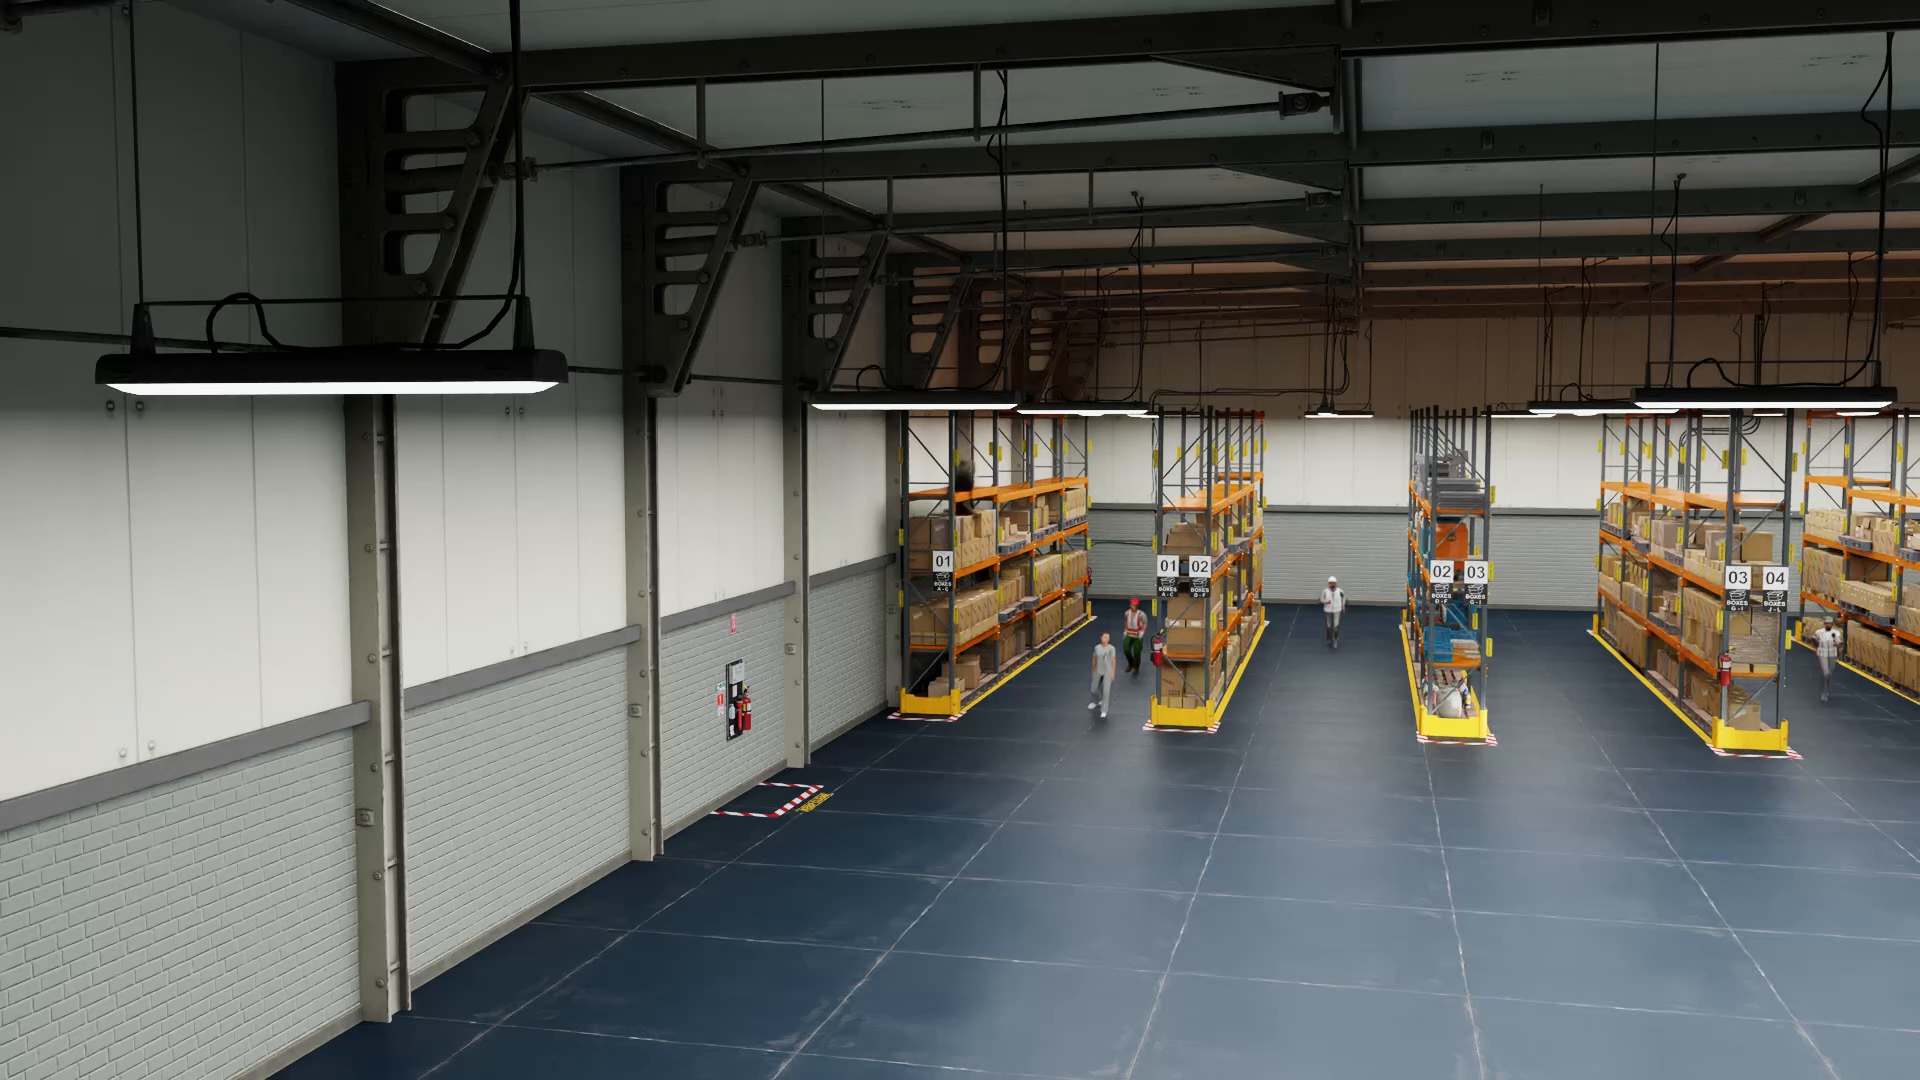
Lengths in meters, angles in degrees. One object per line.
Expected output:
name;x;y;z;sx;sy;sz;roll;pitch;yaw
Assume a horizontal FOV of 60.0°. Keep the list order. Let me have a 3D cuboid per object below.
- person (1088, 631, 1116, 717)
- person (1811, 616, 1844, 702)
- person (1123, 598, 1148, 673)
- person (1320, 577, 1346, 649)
person;2.751;2.573;32.250;0.619;1.659;0.568;1;4;20
person;17.833;2.420;34.180;0.552;1.737;0.749;1;4;15
person;3.906;2.163;37.311;0.652;1.733;0.786;2;4;21
person;9.412;1.831;41.998;0.631;1.825;0.832;1;4;14
